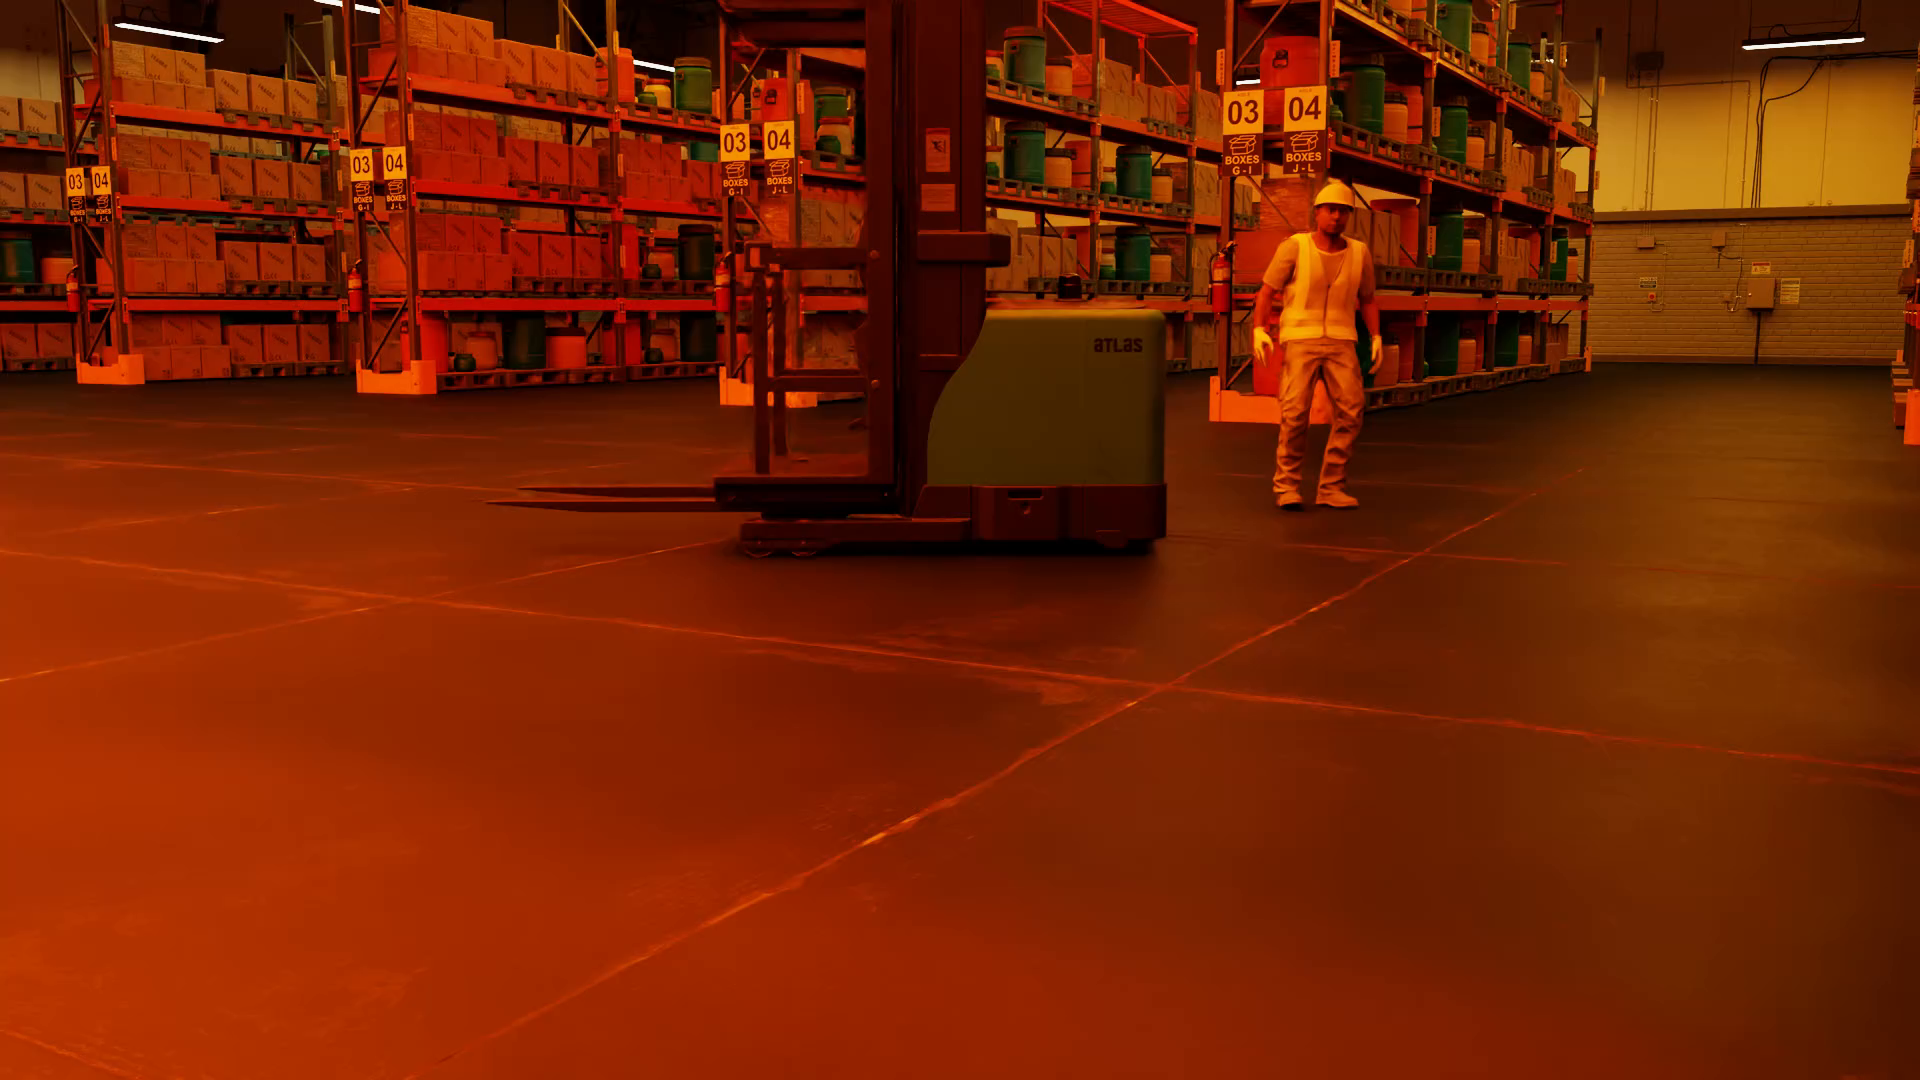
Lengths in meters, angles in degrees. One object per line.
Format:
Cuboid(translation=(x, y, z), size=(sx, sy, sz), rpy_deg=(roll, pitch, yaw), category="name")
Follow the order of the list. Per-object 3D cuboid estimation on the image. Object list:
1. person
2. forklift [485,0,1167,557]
Cuboid(translation=(1.943, -1.044, 9.035), size=(0.731, 1.753, 0.415), rpy_deg=(0, 8, -2), category="person")
Cuboid(translation=(-0.610, -1.450, 7.597), size=(3.031, 2.935, 1.130), rpy_deg=(0, 8, -2), category="forklift")
